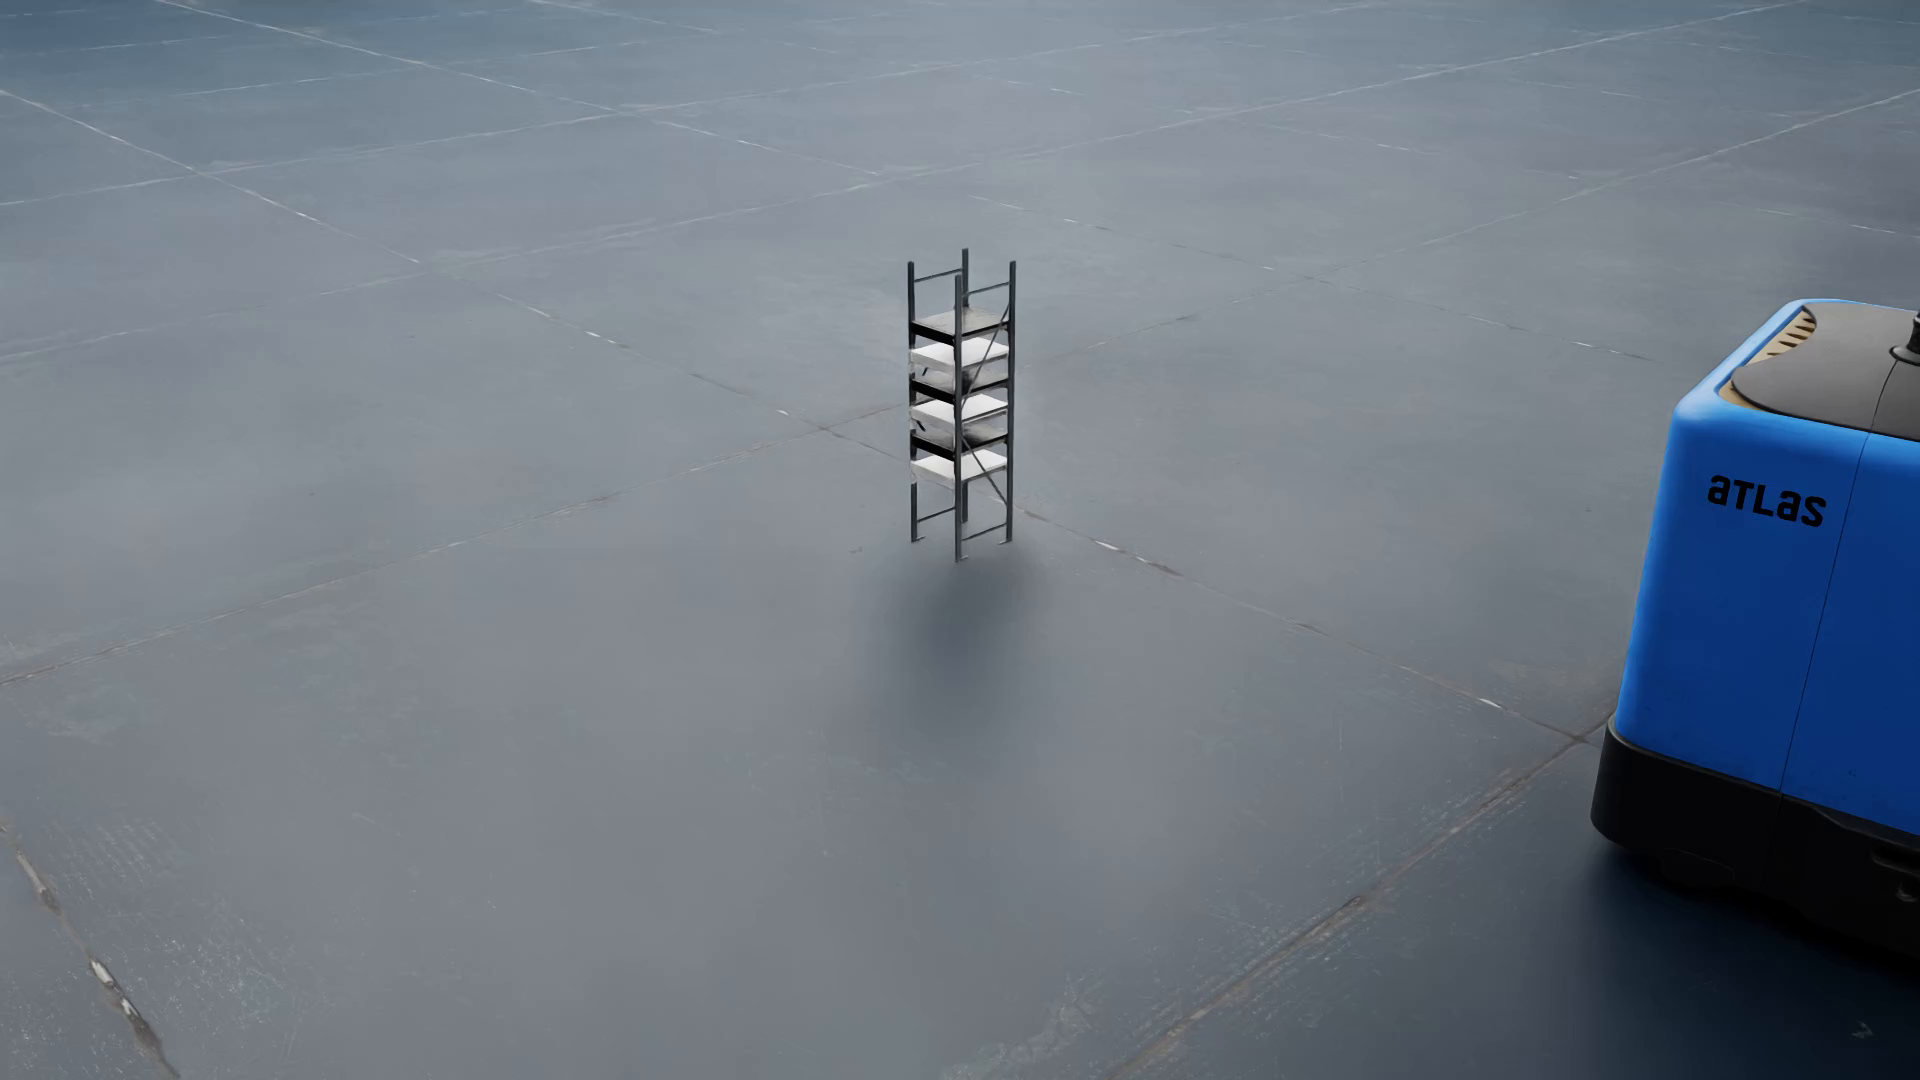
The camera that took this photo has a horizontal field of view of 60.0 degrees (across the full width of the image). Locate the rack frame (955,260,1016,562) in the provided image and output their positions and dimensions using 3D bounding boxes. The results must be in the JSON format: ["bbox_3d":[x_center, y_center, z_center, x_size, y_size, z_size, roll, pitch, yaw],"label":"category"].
[{"bbox_3d":[0.075,-0.376,4.990,0.240,0.900,0.006,-21,32,-38],"label":"rack frame"}]

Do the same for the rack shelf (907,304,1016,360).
[{"bbox_3d":[0.006,-0.622,4.960,0.258,0.077,0.200,-21,32,-38],"label":"rack shelf"}]

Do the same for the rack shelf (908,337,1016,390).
[{"bbox_3d":[0.006,-0.540,4.997,0.258,0.077,0.200,-21,32,-38],"label":"rack shelf"}]

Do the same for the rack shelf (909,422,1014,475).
[{"bbox_3d":[0.006,-0.295,5.109,0.258,0.077,0.200,-21,32,-38],"label":"rack shelf"}]

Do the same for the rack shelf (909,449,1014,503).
[{"bbox_3d":[0.006,-0.213,5.146,0.258,0.077,0.200,-21,32,-38],"label":"rack shelf"}]

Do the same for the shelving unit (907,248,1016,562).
[{"bbox_3d":[0.006,-0.407,5.058,0.258,0.900,0.210,-21,32,-38],"label":"shelving unit"}]

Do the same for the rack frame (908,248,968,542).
[{"bbox_3d":[-0.064,-0.438,5.125,0.240,0.900,0.006,-21,32,-38],"label":"rack frame"}]

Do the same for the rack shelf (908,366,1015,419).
[{"bbox_3d":[0.006,-0.459,5.034,0.258,0.077,0.200,-21,32,-38],"label":"rack shelf"}]

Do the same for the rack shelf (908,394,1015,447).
[{"bbox_3d":[0.006,-0.377,5.072,0.258,0.077,0.200,-21,32,-38],"label":"rack shelf"}]

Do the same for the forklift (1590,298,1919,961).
[{"bbox_3d":[2.883,-0.418,2.634,3.031,2.935,1.130,18,30,34],"label":"forklift"}]
